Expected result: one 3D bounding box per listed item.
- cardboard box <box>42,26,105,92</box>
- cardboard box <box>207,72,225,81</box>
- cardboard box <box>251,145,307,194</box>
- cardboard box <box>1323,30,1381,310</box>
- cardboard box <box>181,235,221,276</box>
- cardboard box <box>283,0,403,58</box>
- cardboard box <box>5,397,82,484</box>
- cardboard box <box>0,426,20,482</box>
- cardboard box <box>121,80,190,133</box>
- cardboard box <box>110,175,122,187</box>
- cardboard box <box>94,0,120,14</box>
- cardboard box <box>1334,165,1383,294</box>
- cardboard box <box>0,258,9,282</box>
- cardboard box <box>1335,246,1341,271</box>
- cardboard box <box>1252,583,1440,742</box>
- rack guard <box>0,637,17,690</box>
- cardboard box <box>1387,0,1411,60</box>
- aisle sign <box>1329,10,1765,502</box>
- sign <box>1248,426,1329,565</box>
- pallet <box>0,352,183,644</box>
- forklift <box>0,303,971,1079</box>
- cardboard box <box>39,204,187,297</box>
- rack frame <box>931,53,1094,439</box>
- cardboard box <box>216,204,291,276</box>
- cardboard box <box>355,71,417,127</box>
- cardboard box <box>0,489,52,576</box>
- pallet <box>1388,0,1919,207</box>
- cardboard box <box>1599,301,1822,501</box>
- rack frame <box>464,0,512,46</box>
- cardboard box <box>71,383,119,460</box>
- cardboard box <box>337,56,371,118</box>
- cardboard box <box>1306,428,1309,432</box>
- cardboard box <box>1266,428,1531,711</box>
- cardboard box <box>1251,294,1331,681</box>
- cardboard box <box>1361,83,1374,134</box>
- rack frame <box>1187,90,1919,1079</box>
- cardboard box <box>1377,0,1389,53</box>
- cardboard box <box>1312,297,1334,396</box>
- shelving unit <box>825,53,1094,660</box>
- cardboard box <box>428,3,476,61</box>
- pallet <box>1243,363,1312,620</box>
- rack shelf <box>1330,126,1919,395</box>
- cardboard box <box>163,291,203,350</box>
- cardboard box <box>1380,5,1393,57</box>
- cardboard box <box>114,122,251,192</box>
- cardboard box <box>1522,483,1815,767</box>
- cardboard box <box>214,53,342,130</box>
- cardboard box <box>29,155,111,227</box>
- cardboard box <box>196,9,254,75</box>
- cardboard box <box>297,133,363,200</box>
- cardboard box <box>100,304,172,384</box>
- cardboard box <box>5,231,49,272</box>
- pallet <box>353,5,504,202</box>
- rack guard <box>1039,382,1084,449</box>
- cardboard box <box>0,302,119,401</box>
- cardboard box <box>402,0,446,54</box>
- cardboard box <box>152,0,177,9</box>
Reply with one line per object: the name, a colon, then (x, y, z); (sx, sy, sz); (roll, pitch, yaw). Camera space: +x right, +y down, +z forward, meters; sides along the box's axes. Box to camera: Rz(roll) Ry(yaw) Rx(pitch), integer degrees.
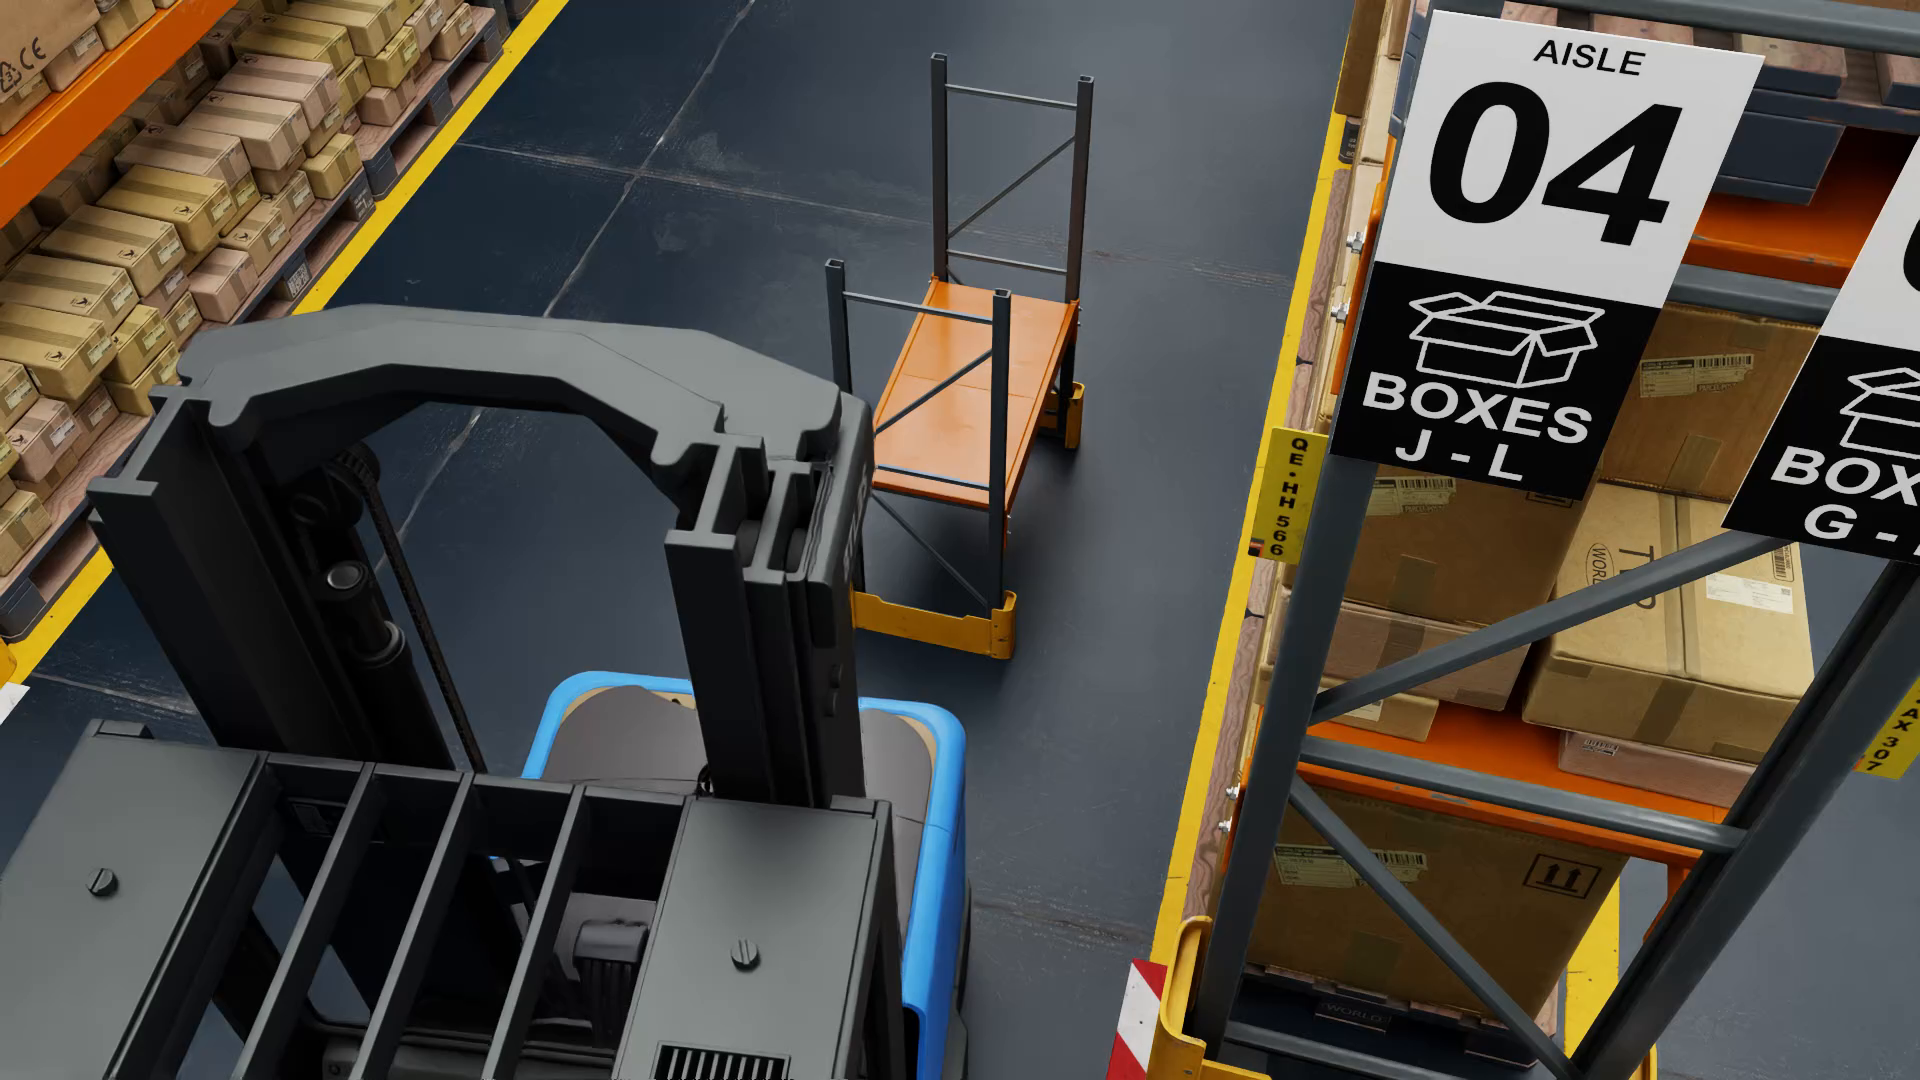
cardboard box: (-2.995, -1.587, 5.317); (0.380, 0.149, 0.250); (11, 49, 9)
cardboard box: (-3.104, -1.955, 6.897); (0.380, 0.149, 0.250); (9, 49, 8)
cardboard box: (-2.805, -1.506, 6.502); (0.380, 0.149, 0.250); (9, 49, 8)
cardboard box: (1.891, -1.361, 6.087); (0.875, 0.875, 0.875); (12, 50, 10)
cardboard box: (-2.997, -1.128, 6.168); (0.380, 0.149, 0.250); (14, 50, 12)
cardboard box: (-2.547, -2.148, 6.870); (0.380, 0.149, 0.250); (11, 50, 10)
cardboard box: (-3.158, -0.354, 5.485); (0.380, 0.149, 0.250); (11, 50, 10)
cardboard box: (-3.204, -0.250, 5.194); (0.380, 0.149, 0.250); (10, 49, 8)
cardboard box: (-3.241, -1.668, 6.446); (0.380, 0.149, 0.250); (10, 49, 8)
cardboard box: (-3.416, -1.417, 6.423); (0.380, 0.149, 0.250); (12, 50, 10)
cardboard box: (-2.899, -2.061, 5.303); (0.500, 0.500, 0.500); (10, 49, 9)
cardboard box: (1.228, -0.680, 4.251); (0.500, 0.250, 0.500); (10, 49, 9)
cardboard box: (-3.578, -0.928, 5.793); (0.380, 0.149, 0.250); (10, 49, 9)
cardboard box: (1.268, -0.838, 4.657); (0.380, 0.149, 0.250); (12, 50, 11)
cardboard box: (0.865, 0.267, 3.681); (0.380, 0.149, 0.250); (12, 50, 11)
rack guard: (-3.650, 0.227, 5.216); (1.175, 0.500, 0.348); (12, 50, 10)
cardboard box: (1.499, -1.656, 4.612); (0.500, 0.500, 0.500); (10, 49, 9)
aisle sign: (0.781, -0.361, 2.334); (0.394, 0.787, 0.004); (12, 50, 10)
sign: (0.569, -0.072, 2.883); (0.100, 0.325, 0.005); (12, 50, 10)
pallet: (-3.402, -0.258, 5.837); (1.003, 0.211, 1.213); (12, 50, 10)
forklift: (-0.662, 1.194, 2.742); (1.130, 2.935, 3.031); (5, 49, 5)
cardboard box: (-2.990, -1.024, 5.878); (0.380, 0.149, 0.250); (13, 50, 12)
rack frame: (0.156, -0.926, 5.567); (0.500, 1.500, 0.032); (12, 50, 10)
cardboard box: (-2.829, -1.178, 6.410); (0.380, 0.149, 0.250); (12, 50, 10)
cardboard box: (-2.548, -1.908, 7.055); (0.380, 0.149, 0.250); (10, 49, 9)
cardboard box: (-3.223, -0.057, 5.421); (0.380, 0.149, 0.250); (12, 50, 11)
pallet: (1.274, -0.995, 2.686); (1.003, 0.211, 1.213); (12, 50, 10)
cardboard box: (1.607, -0.446, 3.544); (0.500, 0.500, 0.500); (10, 49, 9)
rack frame: (-2.617, -3.438, 6.784); (1.000, 3.000, 0.127); (12, 50, 10)
cardboard box: (-3.174, -0.443, 5.762); (0.380, 0.149, 0.250); (12, 50, 10)
cardboard box: (-2.666, -1.884, 6.835); (0.380, 0.149, 0.250); (12, 50, 10)
cardboard box: (0.999, -0.103, 4.008); (0.380, 0.149, 0.250); (12, 50, 10)
cardboard box: (0.960, 0.055, 3.602); (0.500, 0.250, 0.500); (11, 49, 9)
cardboard box: (1.420, -0.066, 4.945); (0.875, 0.875, 0.875); (12, 50, 10)
cardboard box: (1.402, -1.217, 4.991); (0.380, 0.149, 0.250); (12, 50, 10)
rack frame: (1.089, 0.507, 3.302); (1.000, 3.000, 0.127); (12, 50, 10)
cardboard box: (1.537, -1.584, 5.315); (0.380, 0.149, 0.250); (10, 49, 9)
cardboard box: (1.132, -0.472, 4.333); (0.380, 0.149, 0.250); (11, 49, 9)
shelving unit: (0.020, -0.551, 5.236); (0.587, 1.500, 1.083); (12, 50, 10)
cardboard box: (-2.391, -2.283, 7.386); (0.380, 0.149, 0.250); (12, 50, 11)
pallet: (1.547, -0.044, 5.648); (1.003, 0.211, 1.213); (12, 50, 10)
rack shelf: (1.615, -1.694, 3.724); (1.077, 0.370, 4.000); (12, 50, 10)
cardboard box: (-3.026, -0.810, 6.085); (0.380, 0.149, 0.250); (12, 50, 10)
cardboard box: (1.499, -1.413, 4.898); (0.500, 0.250, 0.500); (13, 50, 11)
cardboard box: (-2.903, -1.406, 6.215); (0.380, 0.149, 0.250); (12, 50, 10)
cardboard box: (1.476, 0.164, 3.506); (0.500, 0.250, 0.500); (10, 49, 9)
cardboard box: (-2.673, -1.762, 6.529); (0.380, 0.149, 0.250); (9, 49, 8)
cardboard box: (-3.385, -1.302, 6.123); (0.380, 0.149, 0.250); (10, 49, 9)
cardboard box: (-3.103, -2.049, 6.783); (0.380, 0.149, 0.250); (10, 49, 9)
cardboard box: (-2.664, -1.534, 6.725); (0.380, 0.149, 0.250); (11, 50, 10)
cardboard box: (-3.006, -0.713, 5.802); (0.380, 0.149, 0.250); (13, 50, 11)
cardboard box: (-3.547, -1.031, 6.082); (0.380, 0.149, 0.250); (12, 50, 11)
pallet: (-2.759, -2.023, 7.395); (1.003, 0.211, 1.213); (12, 50, 10)
rack guard: (0.151, -0.498, 6.023); (0.587, 0.250, 0.087); (12, 50, 10)
cardboard box: (-3.058, -0.630, 5.530); (0.380, 0.149, 0.250); (11, 50, 10)
cardboard box: (-2.452, -2.244, 7.153); (0.380, 0.149, 0.250); (9, 49, 8)
cardboard box: (-2.808, -1.957, 5.645); (0.380, 0.149, 0.250); (12, 50, 11)
